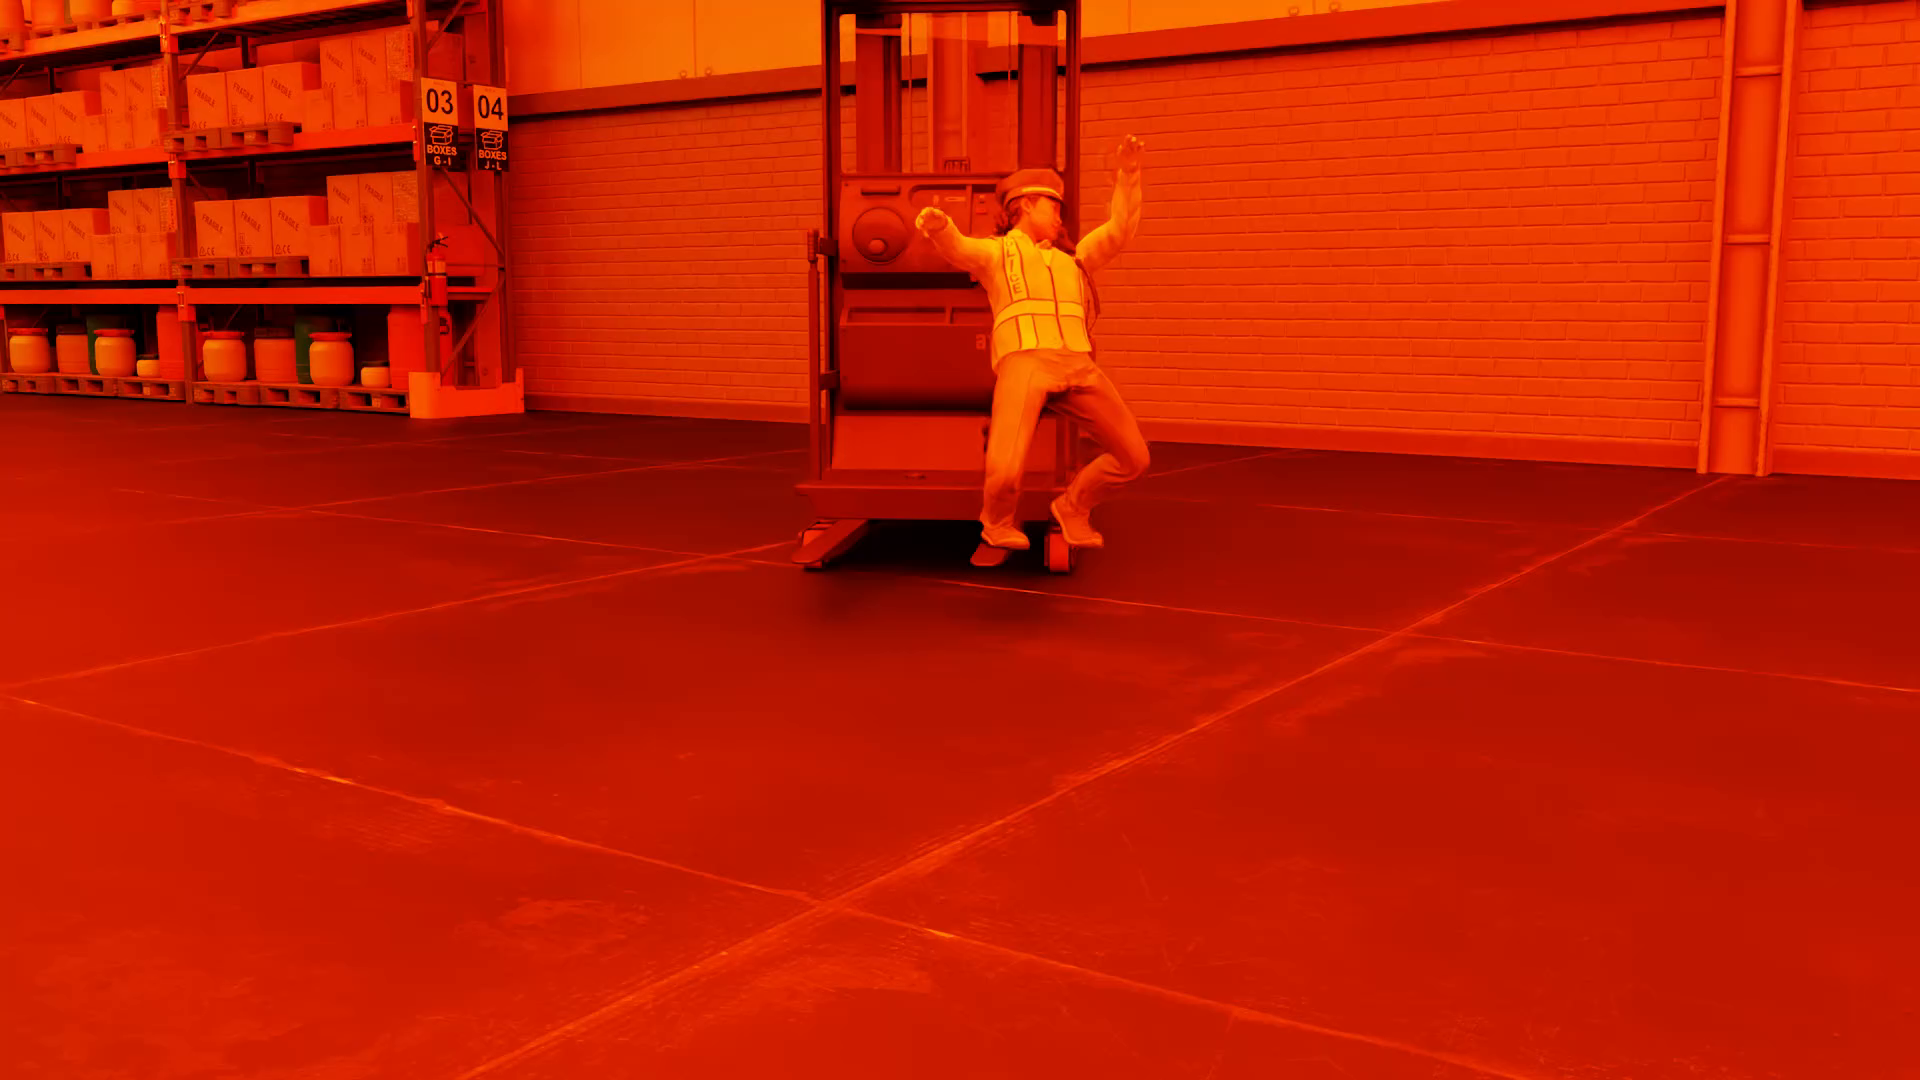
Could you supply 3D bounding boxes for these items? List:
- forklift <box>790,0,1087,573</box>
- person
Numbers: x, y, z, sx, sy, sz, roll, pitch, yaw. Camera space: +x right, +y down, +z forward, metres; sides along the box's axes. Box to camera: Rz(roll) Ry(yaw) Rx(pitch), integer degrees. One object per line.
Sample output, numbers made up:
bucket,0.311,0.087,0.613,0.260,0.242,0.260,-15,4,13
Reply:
forklift,-0.064,-1.366,6.796,1.130,2.935,3.031,1,8,6
person,0.150,-0.645,5.756,0.972,1.459,0.714,-5,10,-34
